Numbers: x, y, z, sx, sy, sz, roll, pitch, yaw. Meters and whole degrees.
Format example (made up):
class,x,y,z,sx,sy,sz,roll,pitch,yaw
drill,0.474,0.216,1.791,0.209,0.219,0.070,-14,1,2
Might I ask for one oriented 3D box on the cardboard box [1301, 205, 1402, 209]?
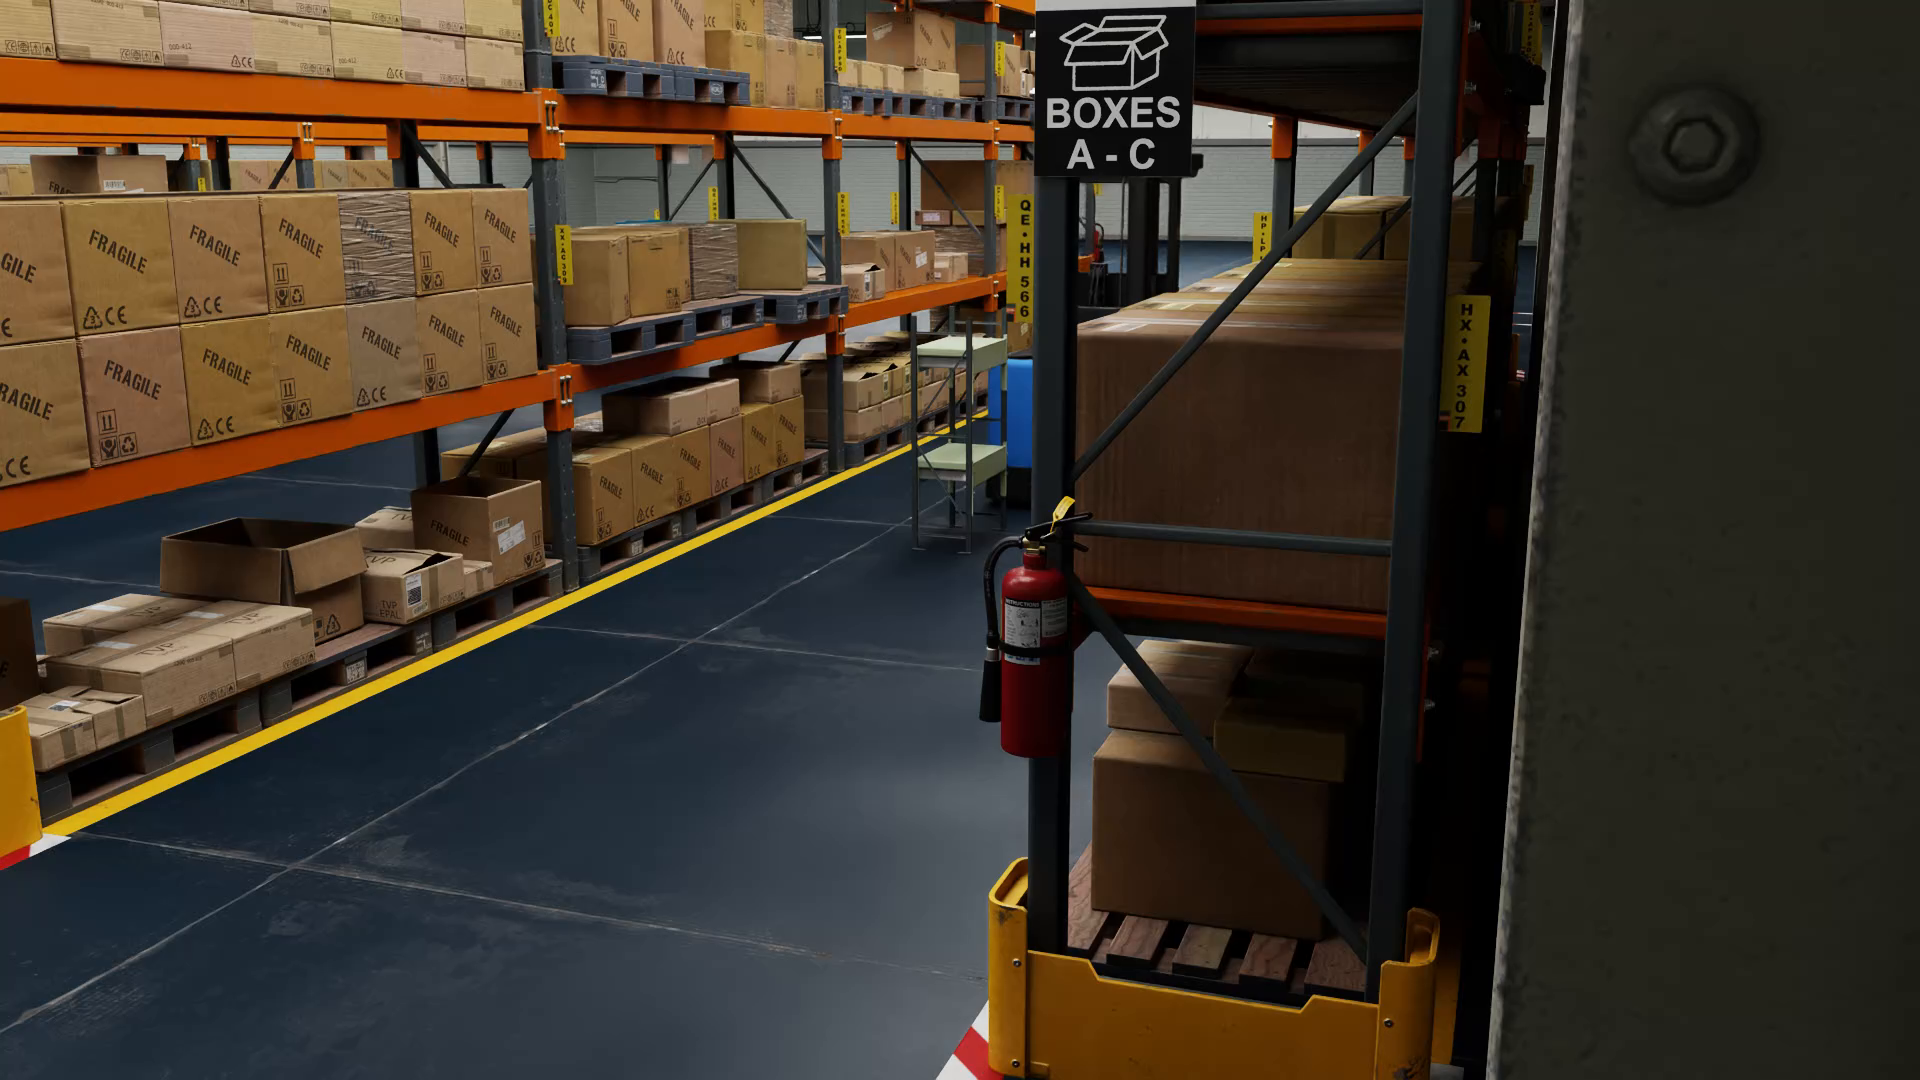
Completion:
class,x,y,z,sx,sy,sz,roll,pitch,yaw
cardboard box,2.055,-1.634,8.784,0.500,0.250,0.500,5,14,20

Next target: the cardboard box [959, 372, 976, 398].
class,x,y,z,sx,sy,sz,roll,pitch,yaw
cardboard box,-0.154,-1.532,16.192,0.500,0.250,0.500,4,13,18

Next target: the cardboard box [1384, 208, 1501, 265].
class,x,y,z,sx,sy,sz,roll,pitch,yaw
cardboard box,2.367,-1.489,8.146,0.500,0.250,0.500,5,14,20

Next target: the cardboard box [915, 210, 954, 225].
class,x,y,z,sx,sy,sz,roll,pitch,yaw
cardboard box,-0.243,-3.320,17.108,0.380,0.149,0.250,4,14,18

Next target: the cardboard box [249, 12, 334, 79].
class,x,y,z,sx,sy,sz,roll,pitch,yaw
cardboard box,-3.115,-2.150,7.262,0.500,0.250,0.500,4,14,18

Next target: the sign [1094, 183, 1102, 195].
class,x,y,z,sx,sy,sz,roll,pitch,yaw
sign,1.675,-4.362,20.224,0.100,0.325,0.005,4,14,18

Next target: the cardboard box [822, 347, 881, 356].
class,x,y,z,sx,sy,sz,roll,pitch,yaw
cardboard box,-0.994,-1.627,15.349,0.500,0.311,0.500,5,14,20

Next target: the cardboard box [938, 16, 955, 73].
class,x,y,z,sx,sy,sz,roll,pitch,yaw
cardboard box,-0.366,-4.714,15.869,0.500,0.500,0.500,5,14,19

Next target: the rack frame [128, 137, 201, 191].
class,x,y,z,sx,sy,sz,roll,pitch,yaw
rack frame,-9.501,-3.596,20.002,1.000,3.000,0.127,4,14,18

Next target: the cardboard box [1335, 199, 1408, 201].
class,x,y,z,sx,sy,sz,roll,pitch,yaw
cardboard box,2.544,-1.957,10.198,0.500,0.250,0.500,4,14,19

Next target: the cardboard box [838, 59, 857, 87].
class,x,y,z,sx,sy,sz,roll,pitch,yaw
cardboard box,-1.177,-3.845,13.745,0.500,0.250,0.500,5,14,20

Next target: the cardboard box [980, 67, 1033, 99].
class,x,y,z,sx,sy,sz,roll,pitch,yaw
cardboard box,0.459,-4.775,17.367,0.500,0.311,0.500,4,13,15

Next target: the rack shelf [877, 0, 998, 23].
class,x,y,z,sx,sy,sz,roll,pitch,yaw
rack shelf,-0.776,-4.840,14.485,1.077,0.370,4.000,4,14,18

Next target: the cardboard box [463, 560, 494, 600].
class,x,y,z,sx,sy,sz,roll,pitch,yaw
cardboard box,-2.698,0.202,8.782,0.380,0.149,0.250,4,14,18

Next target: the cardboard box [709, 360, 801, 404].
class,x,y,z,sx,sy,sz,roll,pitch,yaw
cardboard box,-1.518,-1.175,12.339,0.500,0.250,0.500,5,14,21

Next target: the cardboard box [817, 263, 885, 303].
class,x,y,z,sx,sy,sz,roll,pitch,yaw
cardboard box,-0.950,-2.171,13.957,0.500,0.311,0.500,4,14,18

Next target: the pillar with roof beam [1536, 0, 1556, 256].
class,x,y,z,sx,sy,sz,roll,pitch,yaw
pillar with roof beam,10.138,-11.446,40.915,9.100,9.000,0.548,4,14,18

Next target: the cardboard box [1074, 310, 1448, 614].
class,x,y,z,sx,sy,sz,roll,pitch,yaw
cardboard box,0.833,-0.254,4.684,0.980,0.700,0.700,5,14,21

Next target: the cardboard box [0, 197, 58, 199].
class,x,y,z,sx,sy,sz,roll,pitch,yaw
cardboard box,-3.965,-1.111,6.645,0.500,0.500,0.500,5,14,20

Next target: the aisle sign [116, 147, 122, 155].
class,x,y,z,sx,sy,sz,roll,pitch,yaw
aisle sign,-12.560,-6.077,25.031,0.394,0.787,0.004,4,14,18

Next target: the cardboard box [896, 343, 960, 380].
class,x,y,z,sx,sy,sz,roll,pitch,yaw
cardboard box,-0.314,-1.699,15.665,0.500,0.311,0.500,4,14,18

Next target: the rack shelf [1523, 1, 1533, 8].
class,x,y,z,sx,sy,sz,roll,pitch,yaw
rack shelf,3.913,-4.484,12.926,1.077,0.370,4.000,4,14,18

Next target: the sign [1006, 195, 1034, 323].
class,x,y,z,sx,sy,sz,roll,pitch,yaw
sign,0.168,-0.721,4.273,0.100,0.325,0.005,4,14,18

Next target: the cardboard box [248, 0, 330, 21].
class,x,y,z,sx,sy,sz,roll,pitch,yaw
cardboard box,-3.109,-2.393,7.205,0.500,0.250,0.500,4,14,18

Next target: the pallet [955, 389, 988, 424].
class,x,y,z,sx,sy,sz,roll,pitch,yaw
pallet,-0.330,-1.364,16.492,1.003,0.211,1.213,4,14,18

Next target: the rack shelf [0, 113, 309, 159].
class,x,y,z,sx,sy,sz,roll,pitch,yaw
rack shelf,-6.756,-3.088,12.651,1.077,0.370,4.000,4,14,18

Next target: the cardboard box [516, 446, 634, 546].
class,x,y,z,sx,sy,sz,roll,pitch,yaw
cardboard box,-2.330,-0.278,10.092,0.500,0.500,0.500,4,13,16

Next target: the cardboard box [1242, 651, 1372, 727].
class,x,y,z,sx,sy,sz,roll,pitch,yaw
cardboard box,1.121,0.478,5.370,0.380,0.149,0.250,4,14,19

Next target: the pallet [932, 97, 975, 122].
class,x,y,z,sx,sy,sz,roll,pitch,yaw
pallet,-0.402,-4.064,15.743,0.805,0.209,1.217,4,13,16

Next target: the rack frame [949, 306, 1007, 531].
class,x,y,z,sx,sy,sz,roll,pitch,yaw
rack frame,0.121,-0.810,11.165,0.400,1.500,0.023,4,14,18

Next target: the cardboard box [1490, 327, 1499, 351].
class,x,y,z,sx,sy,sz,roll,pitch,yaw
cardboard box,3.134,-1.265,10.308,0.380,0.149,0.250,4,13,17

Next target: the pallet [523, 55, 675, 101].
class,x,y,z,sx,sy,sz,roll,pitch,yaw
pallet,-2.440,-2.700,9.760,1.213,0.211,1.003,4,14,18

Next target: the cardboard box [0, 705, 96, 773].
class,x,y,z,sx,sy,sz,roll,pitch,yaw
cardboard box,-3.551,0.757,6.350,0.380,0.149,0.250,4,14,18

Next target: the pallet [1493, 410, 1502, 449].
class,x,y,z,sx,sy,sz,roll,pitch,yaw
pallet,4.309,-1.002,14.906,1.003,0.211,1.213,4,14,18

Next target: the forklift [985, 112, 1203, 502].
class,x,y,z,sx,sy,sz,roll,pitch,yaw
forklift,1.214,-1.931,12.863,1.130,2.935,3.031,5,14,22

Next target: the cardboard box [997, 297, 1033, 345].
class,x,y,z,sx,sy,sz,roll,pitch,yaw
cardboard box,0.641,-2.397,18.301,0.500,0.500,0.500,4,14,18

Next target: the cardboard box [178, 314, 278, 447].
class,x,y,z,sx,sy,sz,roll,pitch,yaw
cardboard box,-3.291,-0.693,7.058,0.500,0.500,0.500,4,14,18

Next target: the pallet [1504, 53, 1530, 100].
class,x,y,z,sx,sy,sz,roll,pitch,yaw
pallet,2.748,-2.679,9.668,1.003,0.211,1.213,5,14,21

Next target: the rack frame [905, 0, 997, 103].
class,x,y,z,sx,sy,sz,roll,pitch,yaw
rack frame,-0.129,-5.807,16.206,1.000,3.000,0.127,4,14,18

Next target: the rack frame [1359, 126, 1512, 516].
class,x,y,z,sx,sy,sz,roll,pitch,yaw
rack frame,3.266,-1.684,11.624,1.000,3.000,0.127,4,14,18

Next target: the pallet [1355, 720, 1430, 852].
class,x,y,z,sx,sy,sz,roll,pitch,yaw
pallet,1.258,0.930,6.439,1.003,0.211,1.213,4,14,18

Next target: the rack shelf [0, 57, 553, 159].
class,x,y,z,sx,sy,sz,roll,pitch,yaw
rack shelf,-3.364,-1.888,7.395,1.077,0.370,4.000,4,14,18

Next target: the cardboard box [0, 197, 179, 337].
class,x,y,z,sx,sy,sz,roll,pitch,yaw
cardboard box,-3.456,-1.077,6.492,0.500,0.500,0.500,5,14,19

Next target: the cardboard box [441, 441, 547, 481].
class,x,y,z,sx,sy,sz,roll,pitch,yaw
cardboard box,-2.829,-0.318,10.268,0.500,0.500,0.500,4,14,18

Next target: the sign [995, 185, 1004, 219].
class,x,y,z,sx,sy,sz,roll,pitch,yaw
sign,0.388,-3.371,16.591,0.100,0.325,0.005,4,14,18

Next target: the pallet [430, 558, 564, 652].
class,x,y,z,sx,sy,sz,roll,pitch,yaw
pallet,-2.940,0.307,9.170,1.003,0.211,1.213,4,14,18

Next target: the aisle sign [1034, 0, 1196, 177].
class,x,y,z,sx,sy,sz,roll,pitch,yaw
aisle sign,0.370,-1.273,3.983,0.394,0.787,0.004,4,14,18

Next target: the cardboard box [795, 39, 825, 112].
class,x,y,z,sx,sy,sz,roll,pitch,yaw
cardboard box,-1.532,-3.457,12.425,0.910,0.500,0.500,4,14,18

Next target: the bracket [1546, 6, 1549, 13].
class,x,y,z,sx,sy,sz,roll,pitch,yaw
bracket,14.849,-13.550,42.044,0.076,0.066,4.783,4,14,18

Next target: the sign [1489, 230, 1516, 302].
class,x,y,z,sx,sy,sz,roll,pitch,yaw
sign,2.497,-1.263,7.655,0.100,0.325,0.005,4,14,18

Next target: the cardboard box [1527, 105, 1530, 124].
class,x,y,z,sx,sy,sz,roll,pitch,yaw
cardboard box,5.645,-4.570,17.259,0.500,0.500,0.500,4,13,16

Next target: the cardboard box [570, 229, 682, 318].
class,x,y,z,sx,sy,sz,roll,pitch,yaw
cardboard box,-2.190,-1.684,10.456,0.700,0.500,0.500,7,15,27

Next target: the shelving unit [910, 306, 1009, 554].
class,x,y,z,sx,sy,sz,roll,pitch,yaw
shelving unit,0.002,-0.733,10.827,0.431,1.500,0.755,4,14,18

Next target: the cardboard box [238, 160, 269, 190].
class,x,y,z,sx,sy,sz,roll,pitch,yaw
cardboard box,-8.954,-4.459,20.643,0.500,0.500,0.500,4,14,18

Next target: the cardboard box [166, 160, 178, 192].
class,x,y,z,sx,sy,sz,roll,pitch,yaw
cardboard box,-9.616,-4.392,20.348,0.500,0.500,0.500,4,14,18

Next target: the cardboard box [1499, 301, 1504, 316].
class,x,y,z,sx,sy,sz,roll,pitch,yaw
cardboard box,3.362,-1.769,11.059,0.500,0.500,0.500,4,14,19

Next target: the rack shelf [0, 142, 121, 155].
class,x,y,z,sx,sy,sz,roll,pitch,yaw
rack shelf,-13.514,-5.507,23.251,1.077,0.370,4.000,4,14,18

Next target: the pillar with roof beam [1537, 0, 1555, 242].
class,x,y,z,sx,sy,sz,roll,pitch,yaw
pillar with roof beam,12.079,-12.710,46.450,9.100,9.000,0.548,4,14,18
